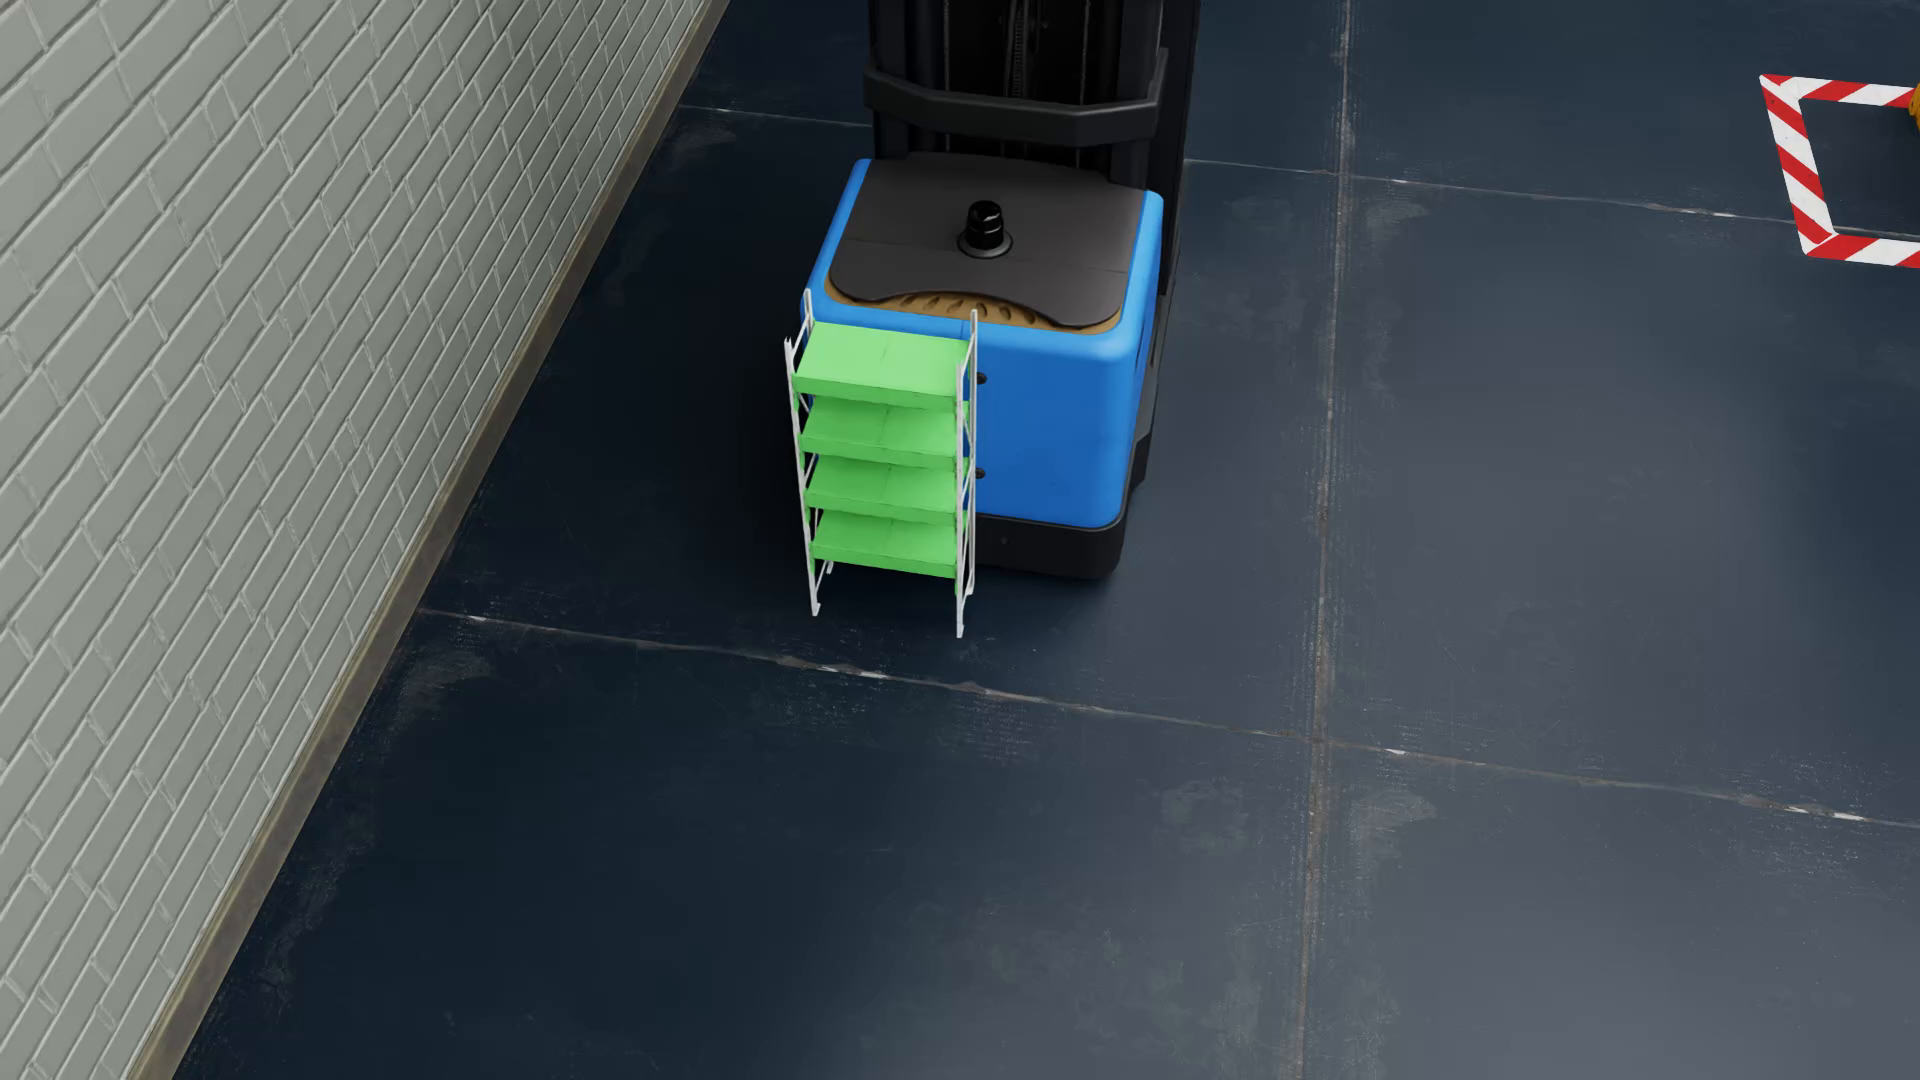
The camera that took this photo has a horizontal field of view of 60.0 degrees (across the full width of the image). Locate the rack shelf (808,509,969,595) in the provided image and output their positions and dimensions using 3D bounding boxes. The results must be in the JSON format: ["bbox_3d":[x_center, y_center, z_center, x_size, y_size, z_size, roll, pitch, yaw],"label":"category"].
[{"bbox_3d":[-0.221,0.002,5.350,0.480,0.148,0.258,8,49,7],"label":"rack shelf"}]

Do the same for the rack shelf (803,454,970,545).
[{"bbox_3d":[-0.221,-0.158,5.171,0.480,0.148,0.258,8,49,7],"label":"rack shelf"}]

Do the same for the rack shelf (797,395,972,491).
[{"bbox_3d":[-0.221,-0.318,4.992,0.480,0.148,0.258,8,49,7],"label":"rack shelf"}]

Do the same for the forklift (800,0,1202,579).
[{"bbox_3d":[0.287,-1.966,5.546,1.130,2.935,3.031,8,49,7],"label":"forklift"}]

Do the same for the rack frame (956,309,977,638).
[{"bbox_3d":[0.019,-0.166,5.093,0.015,1.200,0.240,8,49,7],"label":"rack frame"}]

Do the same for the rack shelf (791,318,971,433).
[{"bbox_3d":[-0.221,-0.478,4.814,0.480,0.148,0.258,8,49,7],"label":"rack shelf"}]

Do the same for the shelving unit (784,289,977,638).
[{"bbox_3d":[-0.221,-0.201,5.123,0.503,1.200,0.258,8,49,7],"label":"shelving unit"}]

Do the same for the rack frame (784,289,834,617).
[{"bbox_3d":[-0.460,-0.235,5.154,0.015,1.200,0.240,8,49,7],"label":"rack frame"}]

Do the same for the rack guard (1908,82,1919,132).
[{"bbox_3d":[4.354,-1.714,6.954,0.348,0.500,1.175,8,49,7],"label":"rack guard"}]
